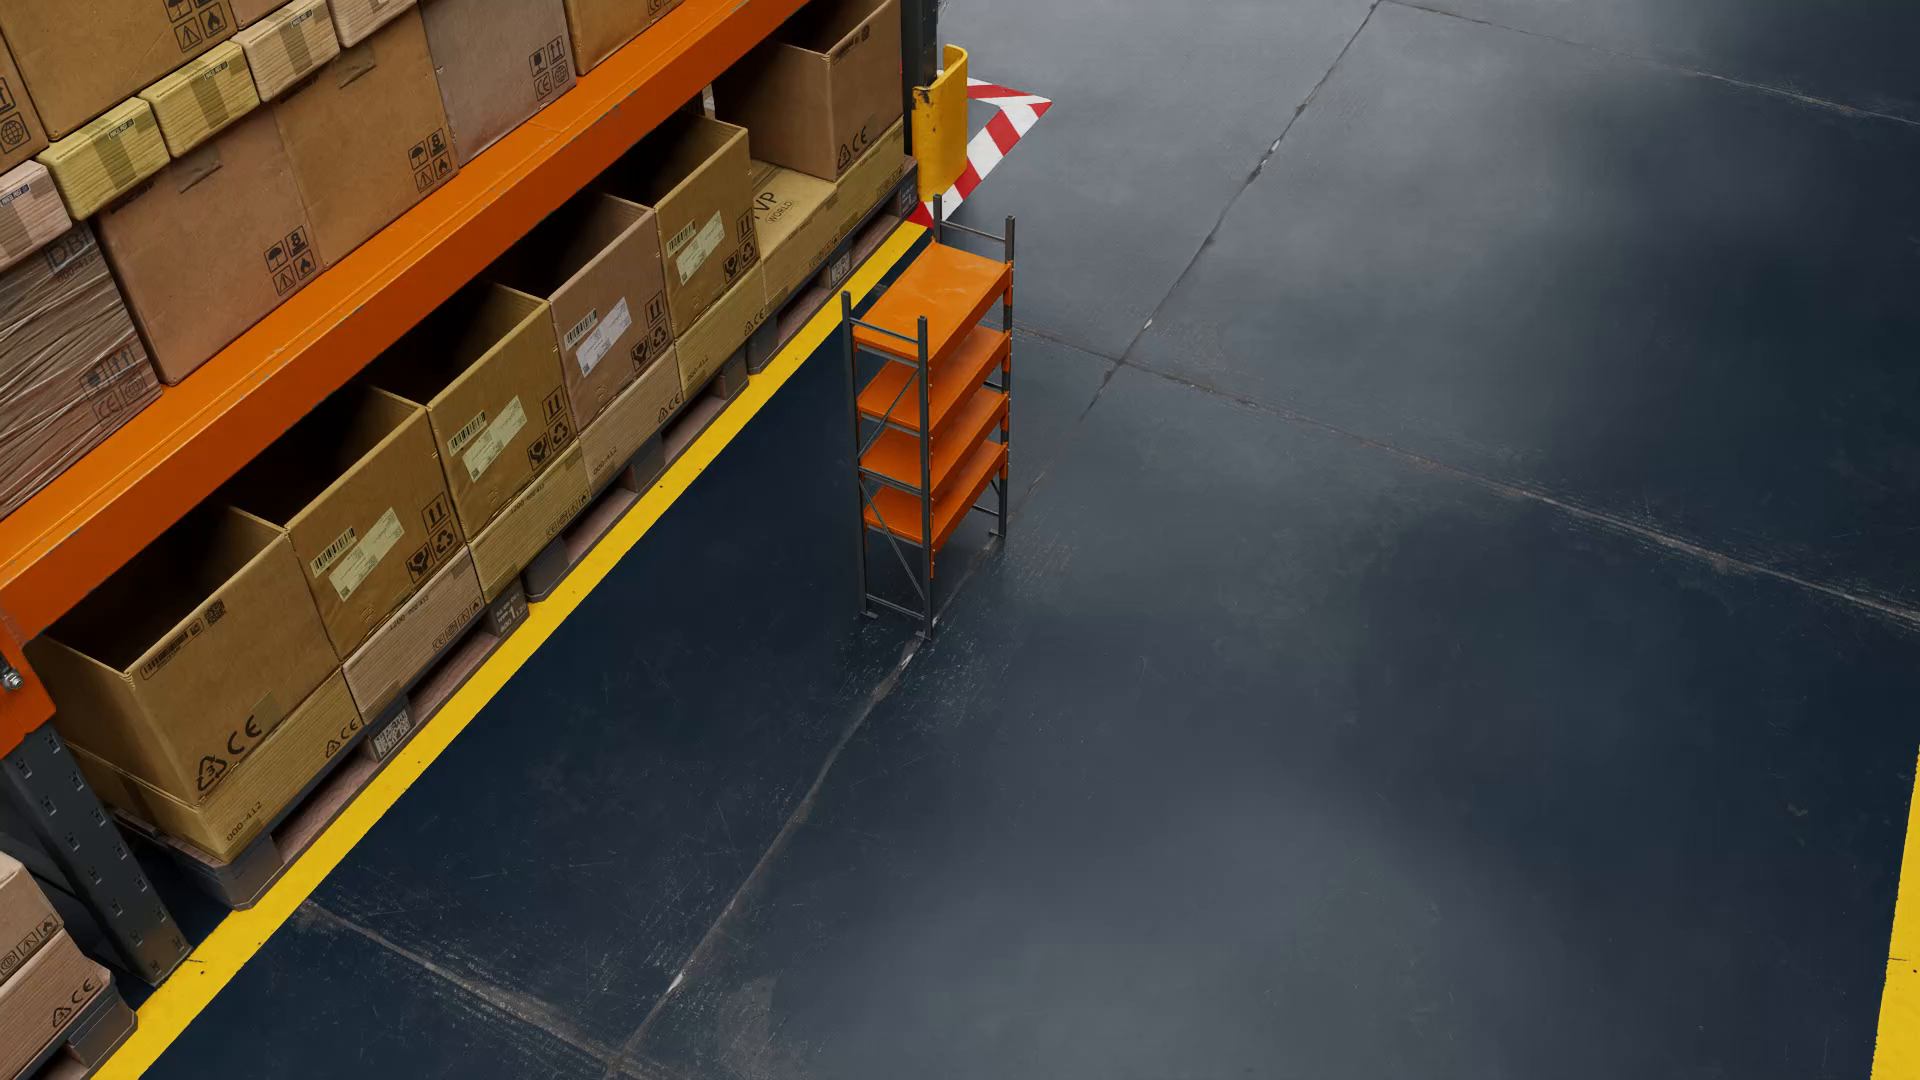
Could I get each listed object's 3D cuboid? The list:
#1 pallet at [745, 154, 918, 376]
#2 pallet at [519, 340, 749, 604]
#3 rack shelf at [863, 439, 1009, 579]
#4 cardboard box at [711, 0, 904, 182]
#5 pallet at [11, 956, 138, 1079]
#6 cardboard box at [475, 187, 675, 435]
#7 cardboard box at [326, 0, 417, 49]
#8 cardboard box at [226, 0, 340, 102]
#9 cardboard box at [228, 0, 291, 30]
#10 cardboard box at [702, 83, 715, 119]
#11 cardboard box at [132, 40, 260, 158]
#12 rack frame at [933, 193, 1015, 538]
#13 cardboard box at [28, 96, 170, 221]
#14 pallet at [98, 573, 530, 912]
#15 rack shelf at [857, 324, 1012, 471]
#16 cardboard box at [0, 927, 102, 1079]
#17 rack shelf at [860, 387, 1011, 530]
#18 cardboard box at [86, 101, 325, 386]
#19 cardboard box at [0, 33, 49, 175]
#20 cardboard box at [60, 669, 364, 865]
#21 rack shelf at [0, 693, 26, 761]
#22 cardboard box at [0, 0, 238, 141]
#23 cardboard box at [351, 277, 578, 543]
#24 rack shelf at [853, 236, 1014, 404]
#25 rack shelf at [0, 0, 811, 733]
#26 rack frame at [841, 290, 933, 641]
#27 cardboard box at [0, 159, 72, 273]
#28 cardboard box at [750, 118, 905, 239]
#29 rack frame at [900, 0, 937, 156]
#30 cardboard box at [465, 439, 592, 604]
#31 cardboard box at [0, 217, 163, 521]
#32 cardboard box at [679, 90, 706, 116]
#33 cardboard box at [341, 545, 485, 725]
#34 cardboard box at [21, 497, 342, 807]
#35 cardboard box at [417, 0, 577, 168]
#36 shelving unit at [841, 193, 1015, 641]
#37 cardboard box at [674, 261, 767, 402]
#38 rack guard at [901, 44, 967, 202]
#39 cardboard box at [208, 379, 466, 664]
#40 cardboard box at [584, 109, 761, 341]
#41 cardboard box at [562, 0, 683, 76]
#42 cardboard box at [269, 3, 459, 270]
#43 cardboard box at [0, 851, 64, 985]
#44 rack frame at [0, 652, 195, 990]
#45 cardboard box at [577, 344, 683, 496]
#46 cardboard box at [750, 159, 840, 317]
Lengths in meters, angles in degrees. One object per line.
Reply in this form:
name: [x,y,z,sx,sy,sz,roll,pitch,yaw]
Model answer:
pallet: [-0.875,-1.183,6.270,1.003,0.211,1.213,20,49,19]
pallet: [-1.443,-0.417,5.513,1.003,0.211,1.213,20,49,19]
rack shelf: [-0.077,-0.131,4.909,0.258,0.148,0.480,20,49,19]
cardboard box: [-0.543,-1.667,5.899,0.500,0.500,0.500,20,49,19]
pallet: [-2.722,1.319,3.798,1.003,0.211,1.213,20,49,19]
cardboard box: [-1.227,-0.718,4.961,0.500,0.500,0.500,20,49,19]
cardboard box: [-1.523,-1.320,3.919,0.380,0.149,0.250,19,48,18]
cardboard box: [-1.645,-1.151,3.752,0.380,0.149,0.250,19,48,18]
cardboard box: [-1.747,-1.545,3.686,0.700,0.500,0.500,20,49,19]
cardboard box: [-1.003,-1.575,6.336,0.500,0.250,0.500,20,49,19]
cardboard box: [-1.763,-0.994,3.597,0.380,0.149,0.250,20,49,19]
rack frame: [0.036,-0.471,4.872,0.240,1.200,0.015,20,49,19]
cardboard box: [-1.883,-0.828,3.433,0.380,0.149,0.250,19,48,18]
pallet: [-2.008,0.355,4.751,1.003,0.211,1.213,20,49,19]
rack shelf: [-0.077,-0.427,4.609,0.258,0.148,0.480,20,49,19]
cardboard box: [-2.350,1.037,3.754,0.500,0.250,0.500,20,49,19]
rack shelf: [-0.077,-0.270,4.768,0.258,0.148,0.480,20,49,19]
cardboard box: [-1.975,-0.790,3.851,0.700,0.500,0.500,20,49,19]
cardboard box: [-2.214,-0.911,3.059,0.700,0.500,0.500,21,49,19]
cardboard box: [-1.930,0.488,4.296,0.500,0.250,0.500,20,49,19]
rack shelf: [-3.343,1.374,2.288,1.077,0.370,4.000,20,49,19]
cardboard box: [-1.980,-1.230,3.374,0.700,0.500,0.500,20,49,19]
cardboard box: [-1.457,-0.402,4.649,0.500,0.500,0.500,20,49,19]
rack shelf: [-0.077,-0.594,4.441,0.258,0.148,0.480,20,49,19]
rack shelf: [-1.486,-1.145,4.779,1.077,0.370,4.000,20,49,19]
rack frame: [-0.190,-0.164,4.568,0.240,1.200,0.015,20,49,19]
cardboard box: [-2.002,-0.665,3.272,0.380,0.149,0.250,21,49,20]
cardboard box: [-0.545,-1.404,6.167,0.500,0.250,0.500,20,49,19]
rack frame: [-0.557,-2.658,5.768,1.000,3.000,0.127,20,49,19]
cardboard box: [-1.457,-0.138,4.915,0.500,0.250,0.500,20,49,19]
cardboard box: [-2.214,-0.455,3.521,0.700,0.500,0.500,19,48,18]
cardboard box: [-1.234,-1.523,5.757,0.500,0.500,0.500,20,49,19]
cardboard box: [-1.694,0.175,4.606,0.500,0.250,0.500,20,49,19]
cardboard box: [-1.922,0.228,4.026,0.500,0.500,0.500,20,49,19]
cardboard box: [-1.502,-1.427,4.481,0.700,0.500,0.500,22,49,20]
shelving unit: [-0.077,-0.317,4.720,0.258,1.200,0.503,20,49,19]
cardboard box: [-0.997,-0.769,5.539,0.500,0.250,0.500,20,49,19]
rack guard: [-0.546,-1.795,6.672,1.175,0.500,0.348,20,49,19]
cardboard box: [-1.696,-0.089,4.340,0.500,0.500,0.500,20,49,19]
cardboard box: [-0.994,-1.032,5.272,0.500,0.500,0.500,20,49,19]
cardboard box: [-1.261,-1.760,4.810,0.700,0.500,0.500,21,49,19]
cardboard box: [-1.738,-1.104,4.162,0.700,0.500,0.500,21,49,20]
cardboard box: [-2.348,0.833,3.561,0.500,0.311,0.500,20,49,19]
rack frame: [-2.414,-0.138,3.278,1.000,3.000,0.127,20,49,19]
cardboard box: [-1.230,-0.455,5.229,0.500,0.250,0.500,20,49,19]
cardboard box: [-0.766,-1.085,5.851,0.500,0.250,0.500,20,49,19]
